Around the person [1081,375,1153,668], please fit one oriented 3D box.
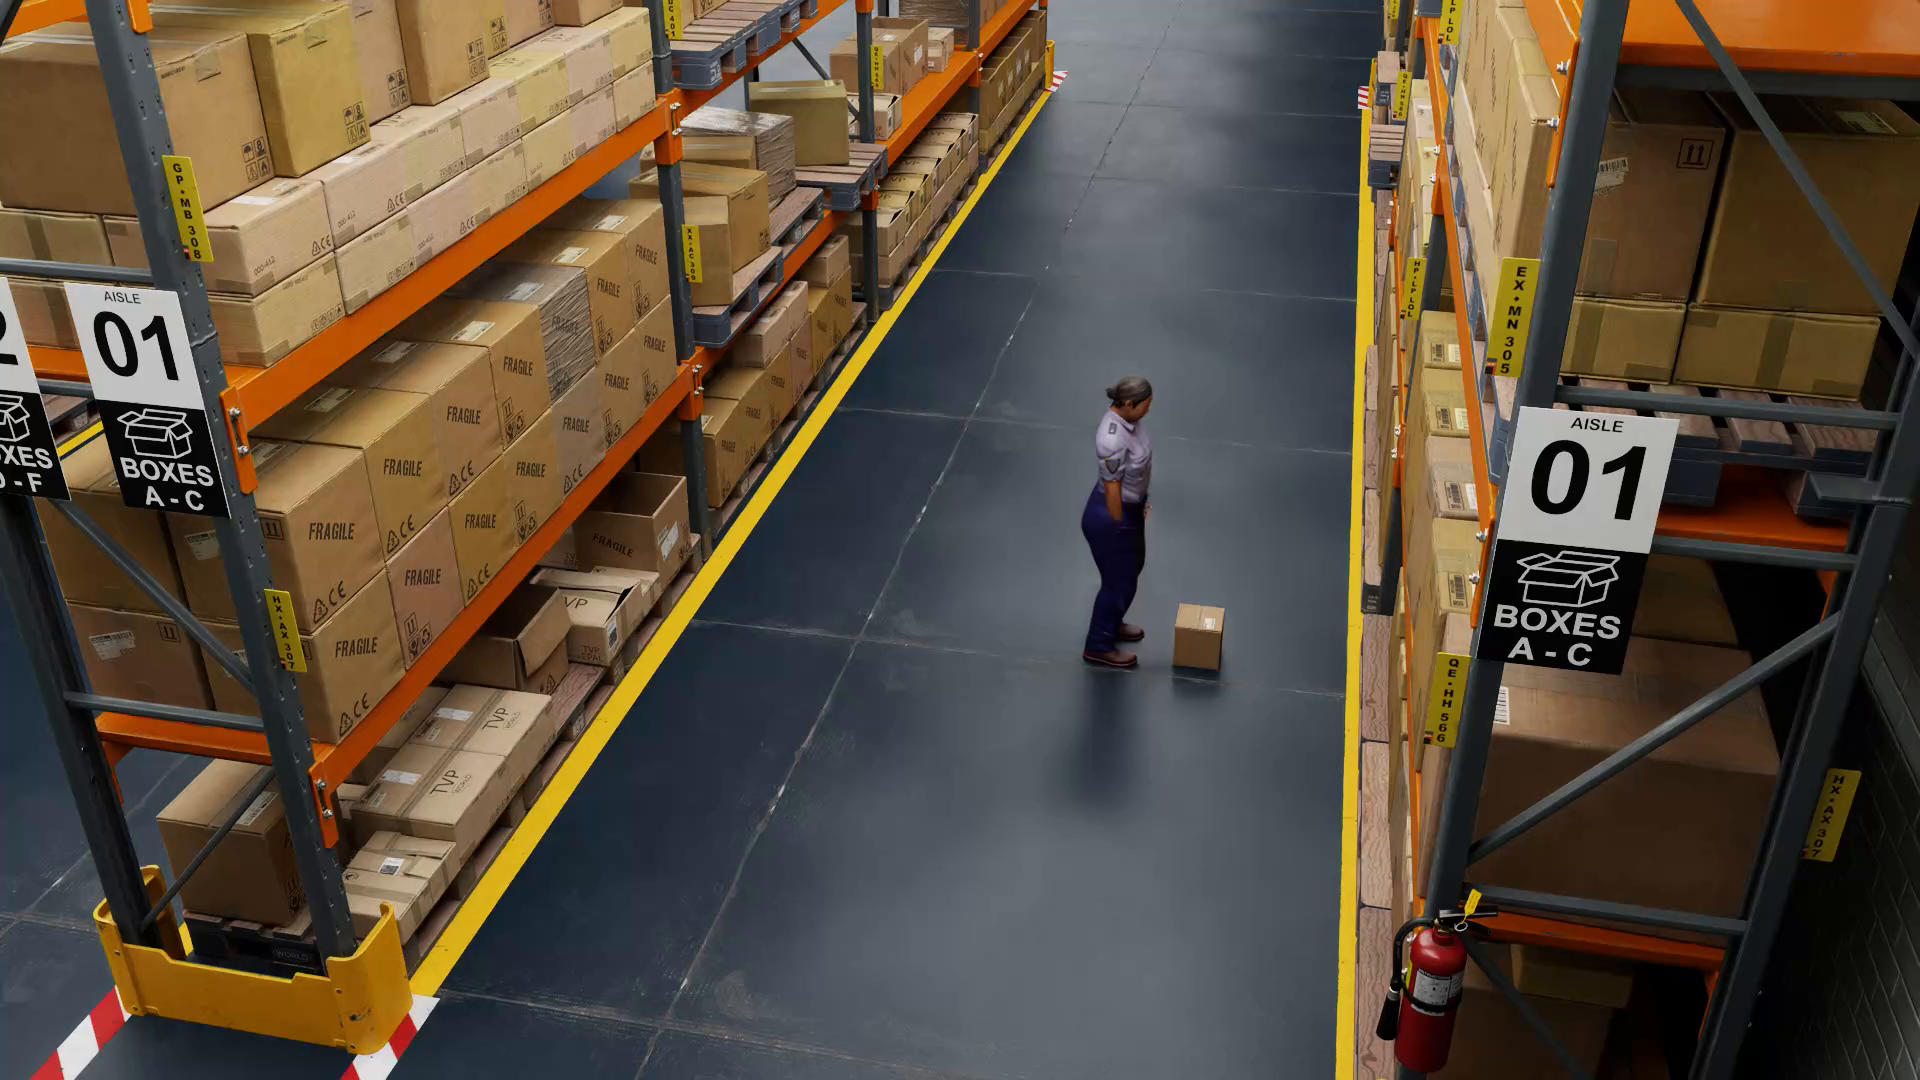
[{"bbox_3d":[0.840,-0.129,8.884,0.347,1.634,0.480,7,30,12],"label":"person"}]
